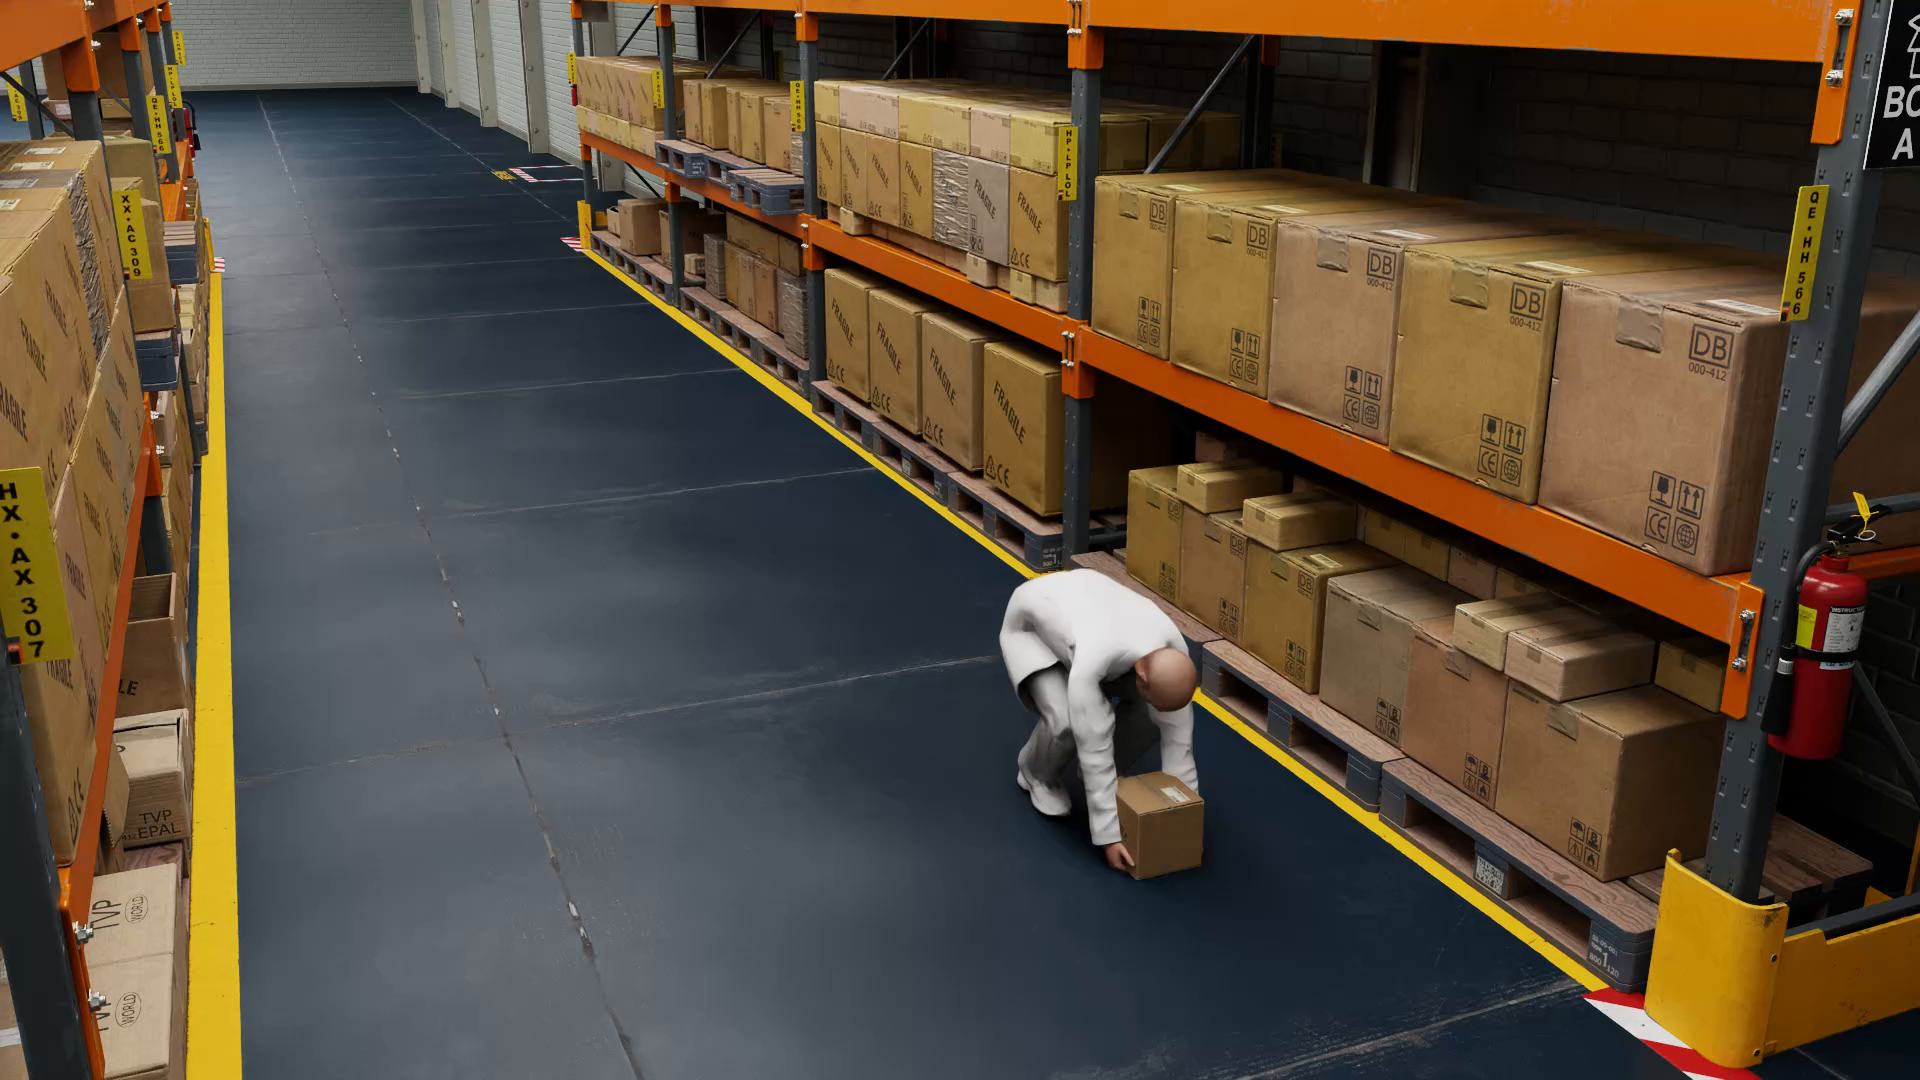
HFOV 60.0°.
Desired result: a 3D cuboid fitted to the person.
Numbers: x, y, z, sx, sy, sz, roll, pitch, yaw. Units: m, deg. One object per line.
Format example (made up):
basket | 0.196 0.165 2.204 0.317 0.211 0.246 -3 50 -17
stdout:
person | 0.496 0.582 5.832 0.581 0.874 0.955 -9 21 -25
